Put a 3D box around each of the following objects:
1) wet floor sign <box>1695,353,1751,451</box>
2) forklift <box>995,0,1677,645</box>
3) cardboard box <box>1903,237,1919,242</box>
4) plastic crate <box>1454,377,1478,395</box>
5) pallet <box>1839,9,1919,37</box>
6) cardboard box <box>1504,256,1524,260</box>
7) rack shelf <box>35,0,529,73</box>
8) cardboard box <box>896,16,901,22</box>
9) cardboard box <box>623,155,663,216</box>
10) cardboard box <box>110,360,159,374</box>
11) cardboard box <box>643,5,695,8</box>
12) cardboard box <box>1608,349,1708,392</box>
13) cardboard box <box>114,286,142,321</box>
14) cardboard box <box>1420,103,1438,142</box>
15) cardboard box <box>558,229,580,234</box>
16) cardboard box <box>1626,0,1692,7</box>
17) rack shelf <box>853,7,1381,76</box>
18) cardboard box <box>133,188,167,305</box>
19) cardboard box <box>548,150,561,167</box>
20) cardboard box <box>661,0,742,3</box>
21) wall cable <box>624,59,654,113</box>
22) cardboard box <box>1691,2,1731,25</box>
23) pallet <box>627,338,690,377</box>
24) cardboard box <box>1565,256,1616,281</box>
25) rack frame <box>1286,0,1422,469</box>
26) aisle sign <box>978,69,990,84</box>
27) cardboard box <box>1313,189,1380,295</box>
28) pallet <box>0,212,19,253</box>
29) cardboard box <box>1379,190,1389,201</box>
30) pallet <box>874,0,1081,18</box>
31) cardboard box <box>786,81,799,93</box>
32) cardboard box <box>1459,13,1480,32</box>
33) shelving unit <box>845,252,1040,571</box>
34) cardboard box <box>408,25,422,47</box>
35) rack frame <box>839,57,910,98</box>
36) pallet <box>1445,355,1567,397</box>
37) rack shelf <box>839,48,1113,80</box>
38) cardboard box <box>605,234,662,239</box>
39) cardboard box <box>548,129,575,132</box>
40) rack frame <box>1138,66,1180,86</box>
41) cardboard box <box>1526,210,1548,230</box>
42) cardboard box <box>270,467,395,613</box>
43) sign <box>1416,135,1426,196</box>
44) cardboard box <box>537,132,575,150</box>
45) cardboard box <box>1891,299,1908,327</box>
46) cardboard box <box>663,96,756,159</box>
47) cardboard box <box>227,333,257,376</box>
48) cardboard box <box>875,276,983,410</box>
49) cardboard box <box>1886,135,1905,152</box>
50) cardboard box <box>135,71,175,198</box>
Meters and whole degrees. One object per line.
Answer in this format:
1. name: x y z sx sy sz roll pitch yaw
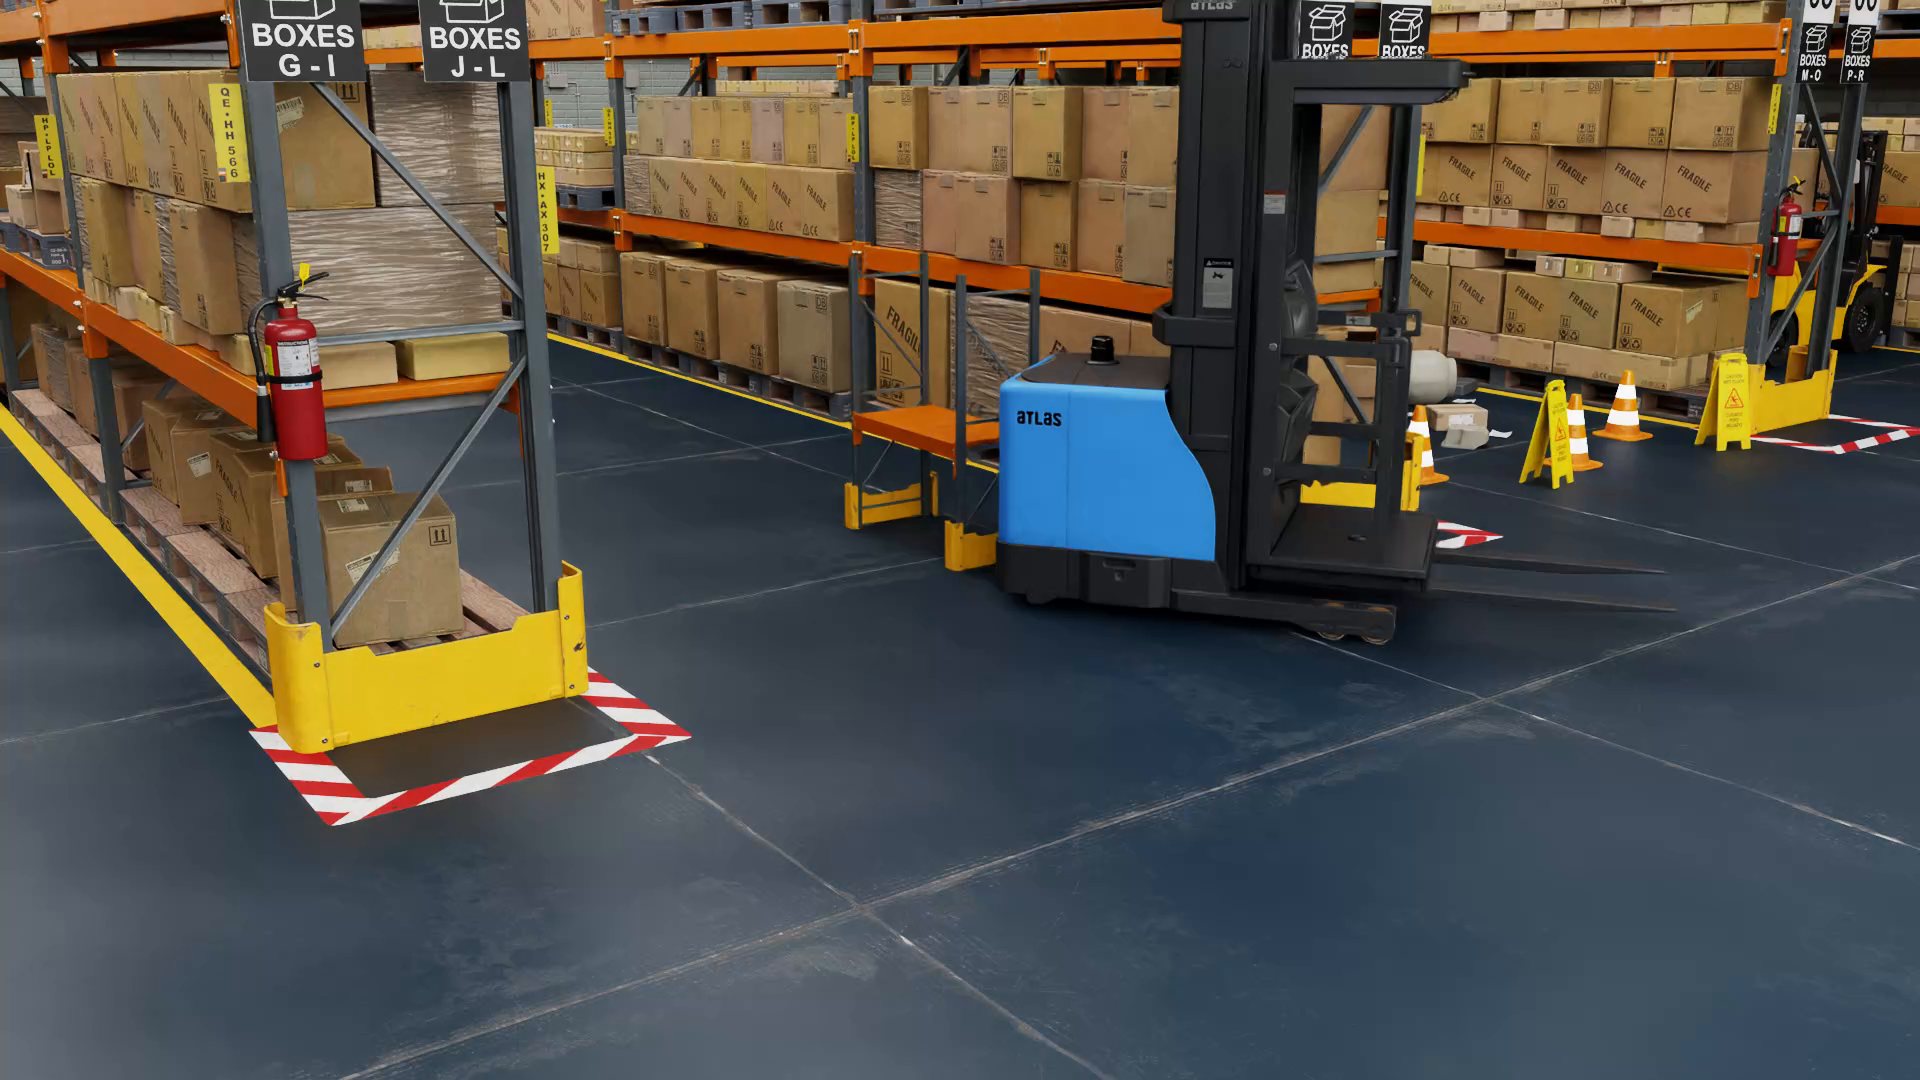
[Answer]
1. wet floor sign: 5.234 -0.953 11.335 0.267 0.644 0.232 -4 16 -15
2. forklift: 1.744 -1.107 7.570 3.031 2.935 1.130 5 16 18
3. cardboard box: 9.290 -2.771 16.039 0.500 0.250 0.500 -11 19 -35
4. plastic crate: 3.896 -1.278 13.595 0.583 0.080 0.402 10 18 33
5. pallet: 8.885 -4.886 15.732 1.003 0.211 1.213 -11 19 -35
6. cardboard box: 4.502 -2.194 14.403 0.500 0.500 0.500 -10 18 -34
7. rack shelf: -3.204 -2.284 7.418 1.077 0.370 4.000 -11 19 -35
8. cardboard box: -0.607 -6.070 19.535 0.380 0.166 0.250 -12 20 -38
9. cardboard box: -2.615 -3.124 14.618 0.500 0.500 0.500 -11 19 -34
10. cardboard box: -4.988 -0.857 10.426 0.700 0.500 0.500 -11 19 -35
11. cardboard box: -2.781 -4.872 15.322 0.500 0.500 0.500 -11 19 -35
12. cardboard box: 5.281 -1.307 12.583 0.500 0.250 0.500 -11 19 -35
13. cardboard box: -3.922 -1.181 8.185 0.380 0.149 0.250 -11 19 -35
14. cardboard box: 4.002 -3.583 13.838 0.700 0.500 0.500 -11 19 -34
15. cardboard box: -4.180 -3.004 16.890 0.500 0.250 0.500 -10 18 -32
16. cardboard box: 5.185 -3.990 12.011 0.500 0.250 0.500 -11 19 -35
17. rack shelf: 0.868 -3.032 10.152 1.077 0.370 4.000 -11 19 -35
18. cardboard box: -3.264 -1.380 7.685 0.875 0.500 0.500 -11 19 -35
19. cardboard box: -3.634 -3.586 15.611 0.380 0.149 0.250 -10 18 -33
20. cardboard box: -2.118 -4.543 13.609 0.500 0.250 0.500 -10 18 -33
21. wall cable: -5.613 -7.625 29.327 0.588 1.984 0.122 -11 19 -35
22. cardboard box: 5.379 -3.701 11.711 0.380 0.149 0.250 -11 19 -34
23. pallet: -2.258 -1.688 14.845 1.003 0.211 1.213 -11 19 -35
24. cardboard box: 4.891 -2.099 12.825 0.380 0.149 0.250 -10 18 -34
25. rack frame: 2.044 -1.505 8.893 1.000 3.000 0.127 -11 19 -35
26. aisle sign: 0.316 -7.706 26.623 0.394 0.787 0.004 -11 19 -35
27. cardboard box: 1.789 -1.650 9.137 0.875 0.550 0.550 -11 19 -35
28. pallet: -6.226 -2.237 11.930 1.213 0.211 1.003 -11 19 -35
29. cardboard box: 3.670 -3.204 14.346 0.500 0.500 0.500 -11 19 -35
30. pallet: 0.164 -3.587 10.985 1.003 0.211 1.213 -11 19 -35
31. cardboard box: -2.052 -5.944 21.800 0.380 0.149 0.250 -11 19 -35
32. cardboard box: 4.228 -4.151 13.355 0.380 0.149 0.250 -12 19 -36
33. shelving unit: -0.103 -0.724 8.879 0.587 1.500 1.083 -10 18 -33
34. cardboard box: -5.803 -5.613 18.505 0.500 0.250 0.500 -11 19 -35
35. rack frame: -1.067 -4.857 21.141 1.000 3.000 0.127 -11 19 -35
36. pallet: 4.781 -1.405 13.811 1.003 0.211 1.213 -11 19 -35
37. rack shelf: 0.109 -5.530 19.280 1.077 0.370 4.000 -11 19 -35
38. cardboard box: -3.168 -2.865 16.381 0.500 0.250 0.500 -11 19 -35
39. cardboard box: -4.013 -4.159 17.142 0.380 0.149 0.250 -12 19 -36
40. rack frame: 2.945 -5.629 23.959 1.000 3.000 0.127 -11 19 -35
41. cardboard box: 4.712 -2.550 13.186 0.380 0.149 0.250 -11 19 -35
42. cardboard box: -2.761 -0.012 7.377 0.500 0.500 0.500 -6 16 -20
43. sign: 2.496 -2.046 9.078 0.100 0.325 0.005 -11 19 -35
44. cardboard box: -3.779 -3.782 15.764 0.380 0.149 0.250 -10 18 -33
45. cardboard box: 8.898 -2.210 15.881 0.500 0.250 0.500 -11 19 -34
46. cardboard box: -2.106 -3.539 14.240 0.700 0.500 0.500 -11 19 -35
47. cardboard box: -2.697 -0.763 6.659 0.380 0.149 0.250 -11 19 -35
48. cardboard box: 0.005 -1.392 11.708 0.875 0.875 0.875 -11 19 -34
49. cardboard box: 8.797 -3.728 15.597 0.380 0.149 0.250 -11 19 -34
50. cardboard box: -3.142 -1.723 7.042 0.500 0.500 0.500 -11 19 -35
